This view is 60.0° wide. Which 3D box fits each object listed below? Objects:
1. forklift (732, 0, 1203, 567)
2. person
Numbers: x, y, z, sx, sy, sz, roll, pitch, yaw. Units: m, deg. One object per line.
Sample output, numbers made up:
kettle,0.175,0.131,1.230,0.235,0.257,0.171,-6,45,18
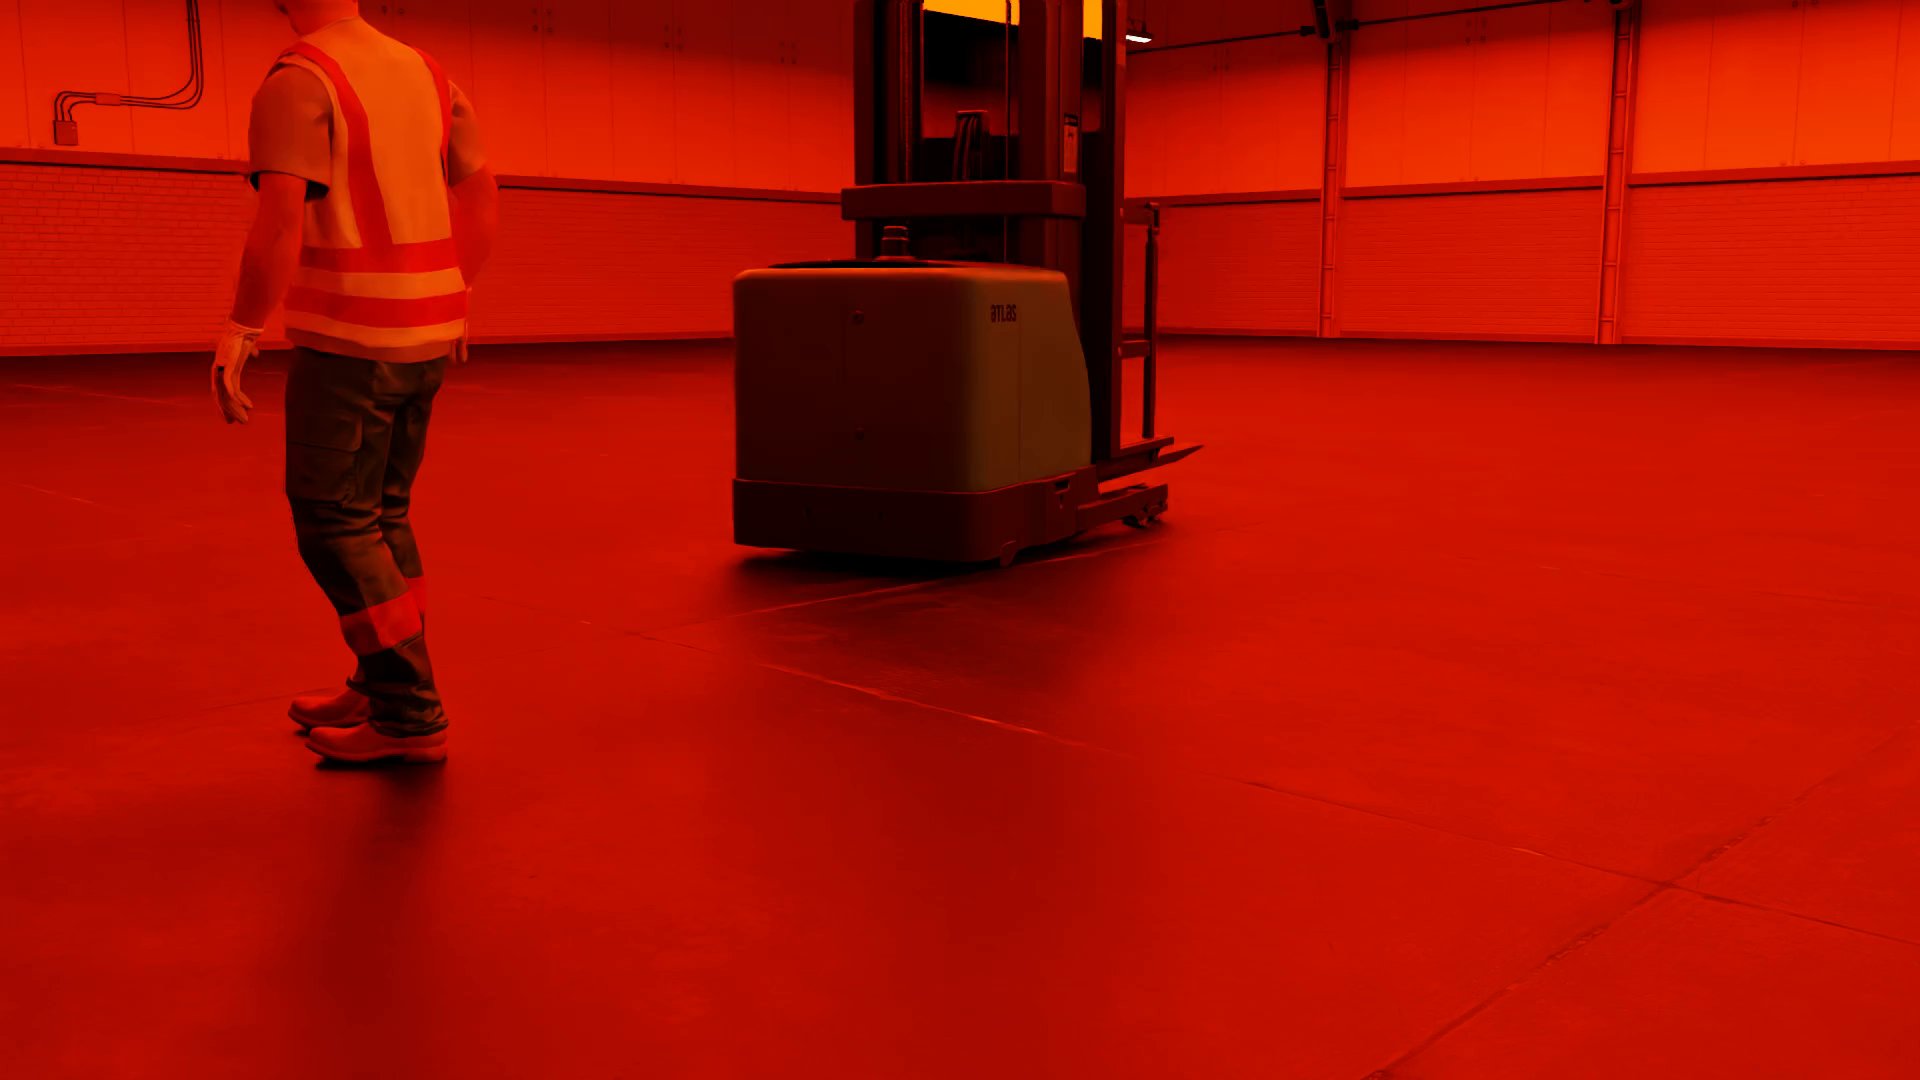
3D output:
forklift,0.260,-1.532,7.050,1.130,2.935,3.031,4,10,26
person,-1.330,-0.417,3.543,0.512,1.772,0.757,2,9,13
